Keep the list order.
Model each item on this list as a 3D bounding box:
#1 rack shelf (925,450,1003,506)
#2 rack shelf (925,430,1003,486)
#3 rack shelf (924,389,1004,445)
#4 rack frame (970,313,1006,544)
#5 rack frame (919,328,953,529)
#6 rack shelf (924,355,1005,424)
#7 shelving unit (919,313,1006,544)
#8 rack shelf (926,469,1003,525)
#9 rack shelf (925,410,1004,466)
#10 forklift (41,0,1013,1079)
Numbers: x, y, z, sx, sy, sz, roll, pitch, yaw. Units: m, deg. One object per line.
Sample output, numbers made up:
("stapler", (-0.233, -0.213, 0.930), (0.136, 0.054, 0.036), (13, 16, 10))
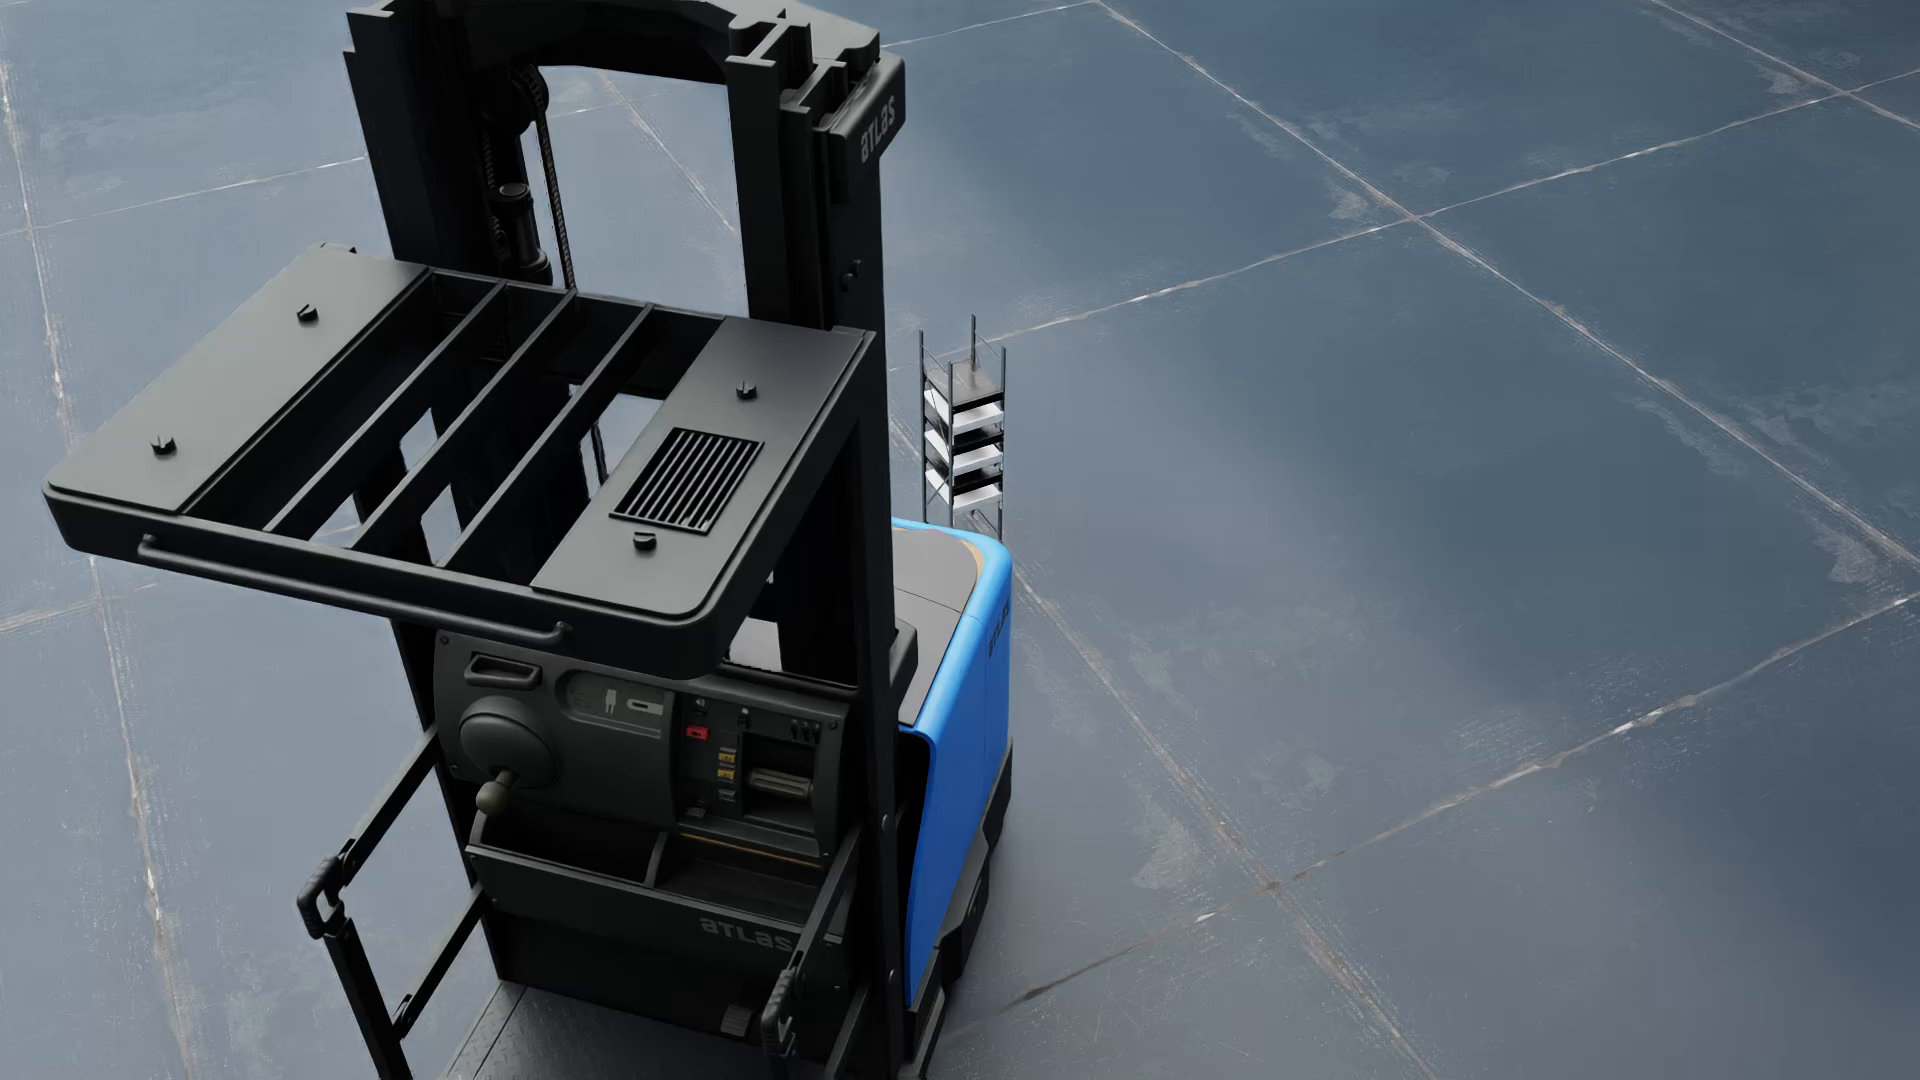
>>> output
("rack shelf", (0.007, -0.252, 6.042), (0.200, 0.077, 0.258), (-19, 44, -21))
("rack shelf", (0.007, -0.320, 5.984), (0.200, 0.077, 0.258), (-19, 44, -21))
("rack shelf", (0.007, -0.458, 5.867), (0.200, 0.077, 0.258), (-19, 44, -21))
("rack frame", (0.097, -0.376, 5.998), (0.006, 0.900, 0.240), (-19, 44, -21))
("rack frame", (-0.083, -0.316, 5.926), (0.006, 0.900, 0.240), (-19, 44, -21))
("rack shelf", (0.007, -0.527, 5.809), (0.200, 0.077, 0.258), (-19, 44, -21))
("shelving unit", (0.007, -0.346, 5.962), (0.210, 0.900, 0.258), (-19, 44, -21))
("rack shelf", (0.007, -0.183, 6.100), (0.200, 0.077, 0.258), (-19, 44, -21))
("rack shelf", (0.007, -0.389, 5.925), (0.200, 0.077, 0.258), (-19, 44, -21))
("forklift", (-0.745, 0.522, 3.364), (1.130, 2.935, 3.031), (11, 41, 12))
